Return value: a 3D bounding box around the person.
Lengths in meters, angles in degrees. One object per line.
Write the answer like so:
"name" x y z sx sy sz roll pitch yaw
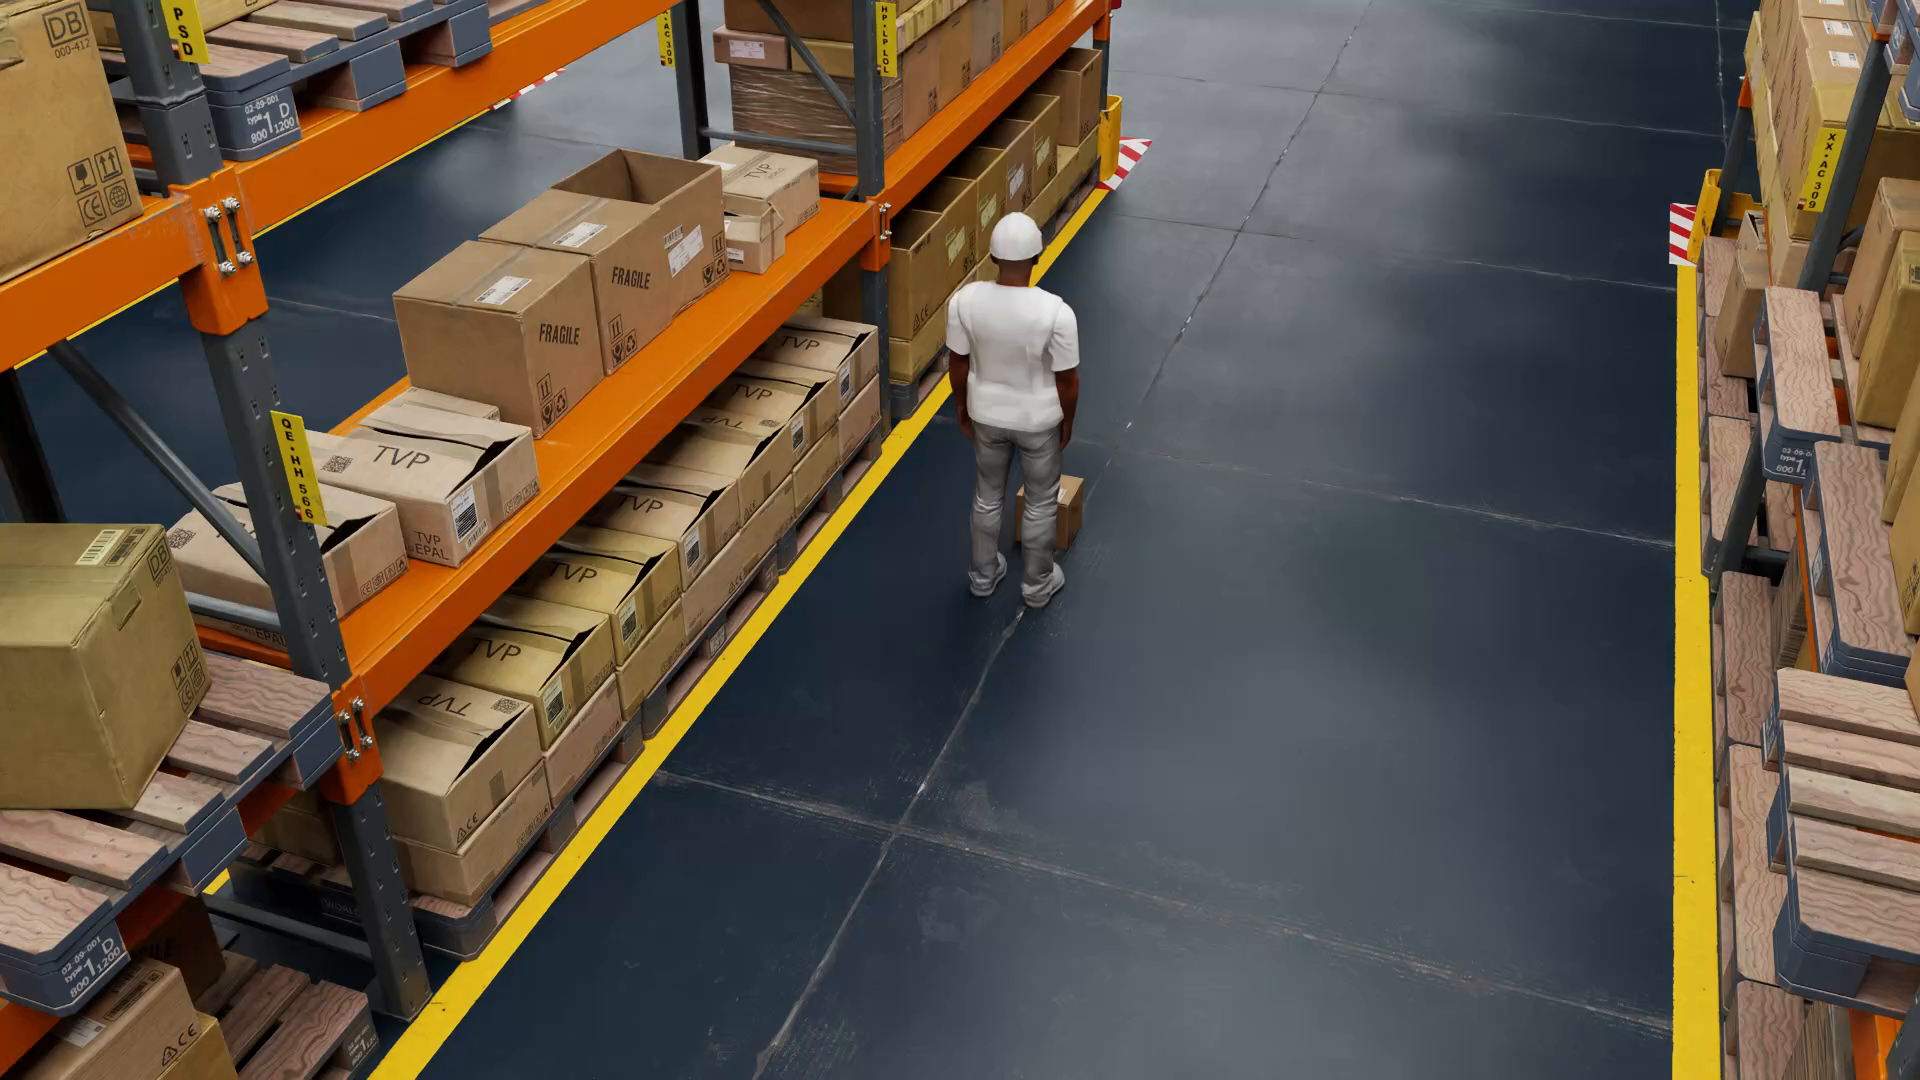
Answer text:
"person" 0.222 -0.526 6.927 0.565 1.763 0.362 12 35 18
